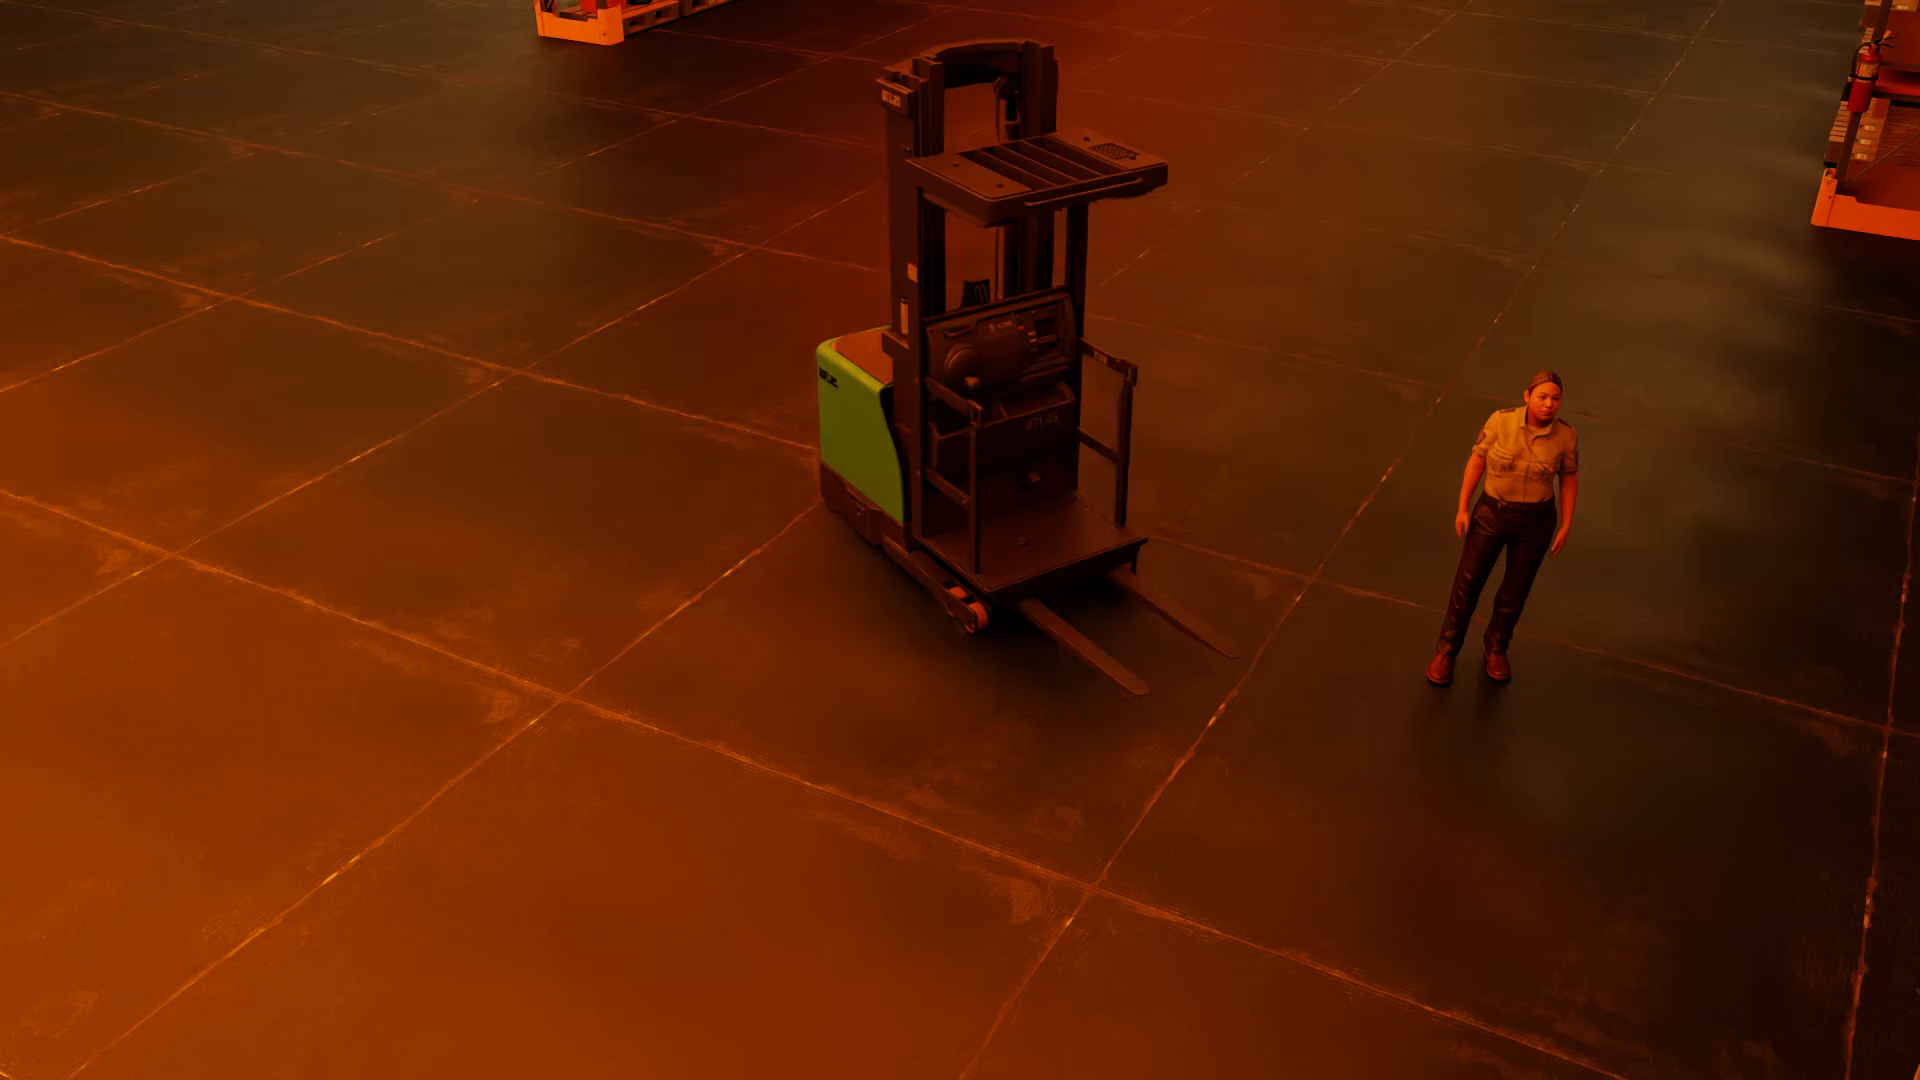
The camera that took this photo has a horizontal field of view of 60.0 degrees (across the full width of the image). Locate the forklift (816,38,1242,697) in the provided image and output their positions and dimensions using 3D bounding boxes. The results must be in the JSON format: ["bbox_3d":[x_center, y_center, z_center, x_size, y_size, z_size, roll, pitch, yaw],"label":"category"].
[{"bbox_3d":[0.349,-1.031,8.857,1.130,2.935,3.031,-18,35,-28],"label":"forklift"}]

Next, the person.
[{"bbox_3d":[2.784,-0.045,8.418,0.596,1.650,0.504,7,31,13],"label":"person"}]
